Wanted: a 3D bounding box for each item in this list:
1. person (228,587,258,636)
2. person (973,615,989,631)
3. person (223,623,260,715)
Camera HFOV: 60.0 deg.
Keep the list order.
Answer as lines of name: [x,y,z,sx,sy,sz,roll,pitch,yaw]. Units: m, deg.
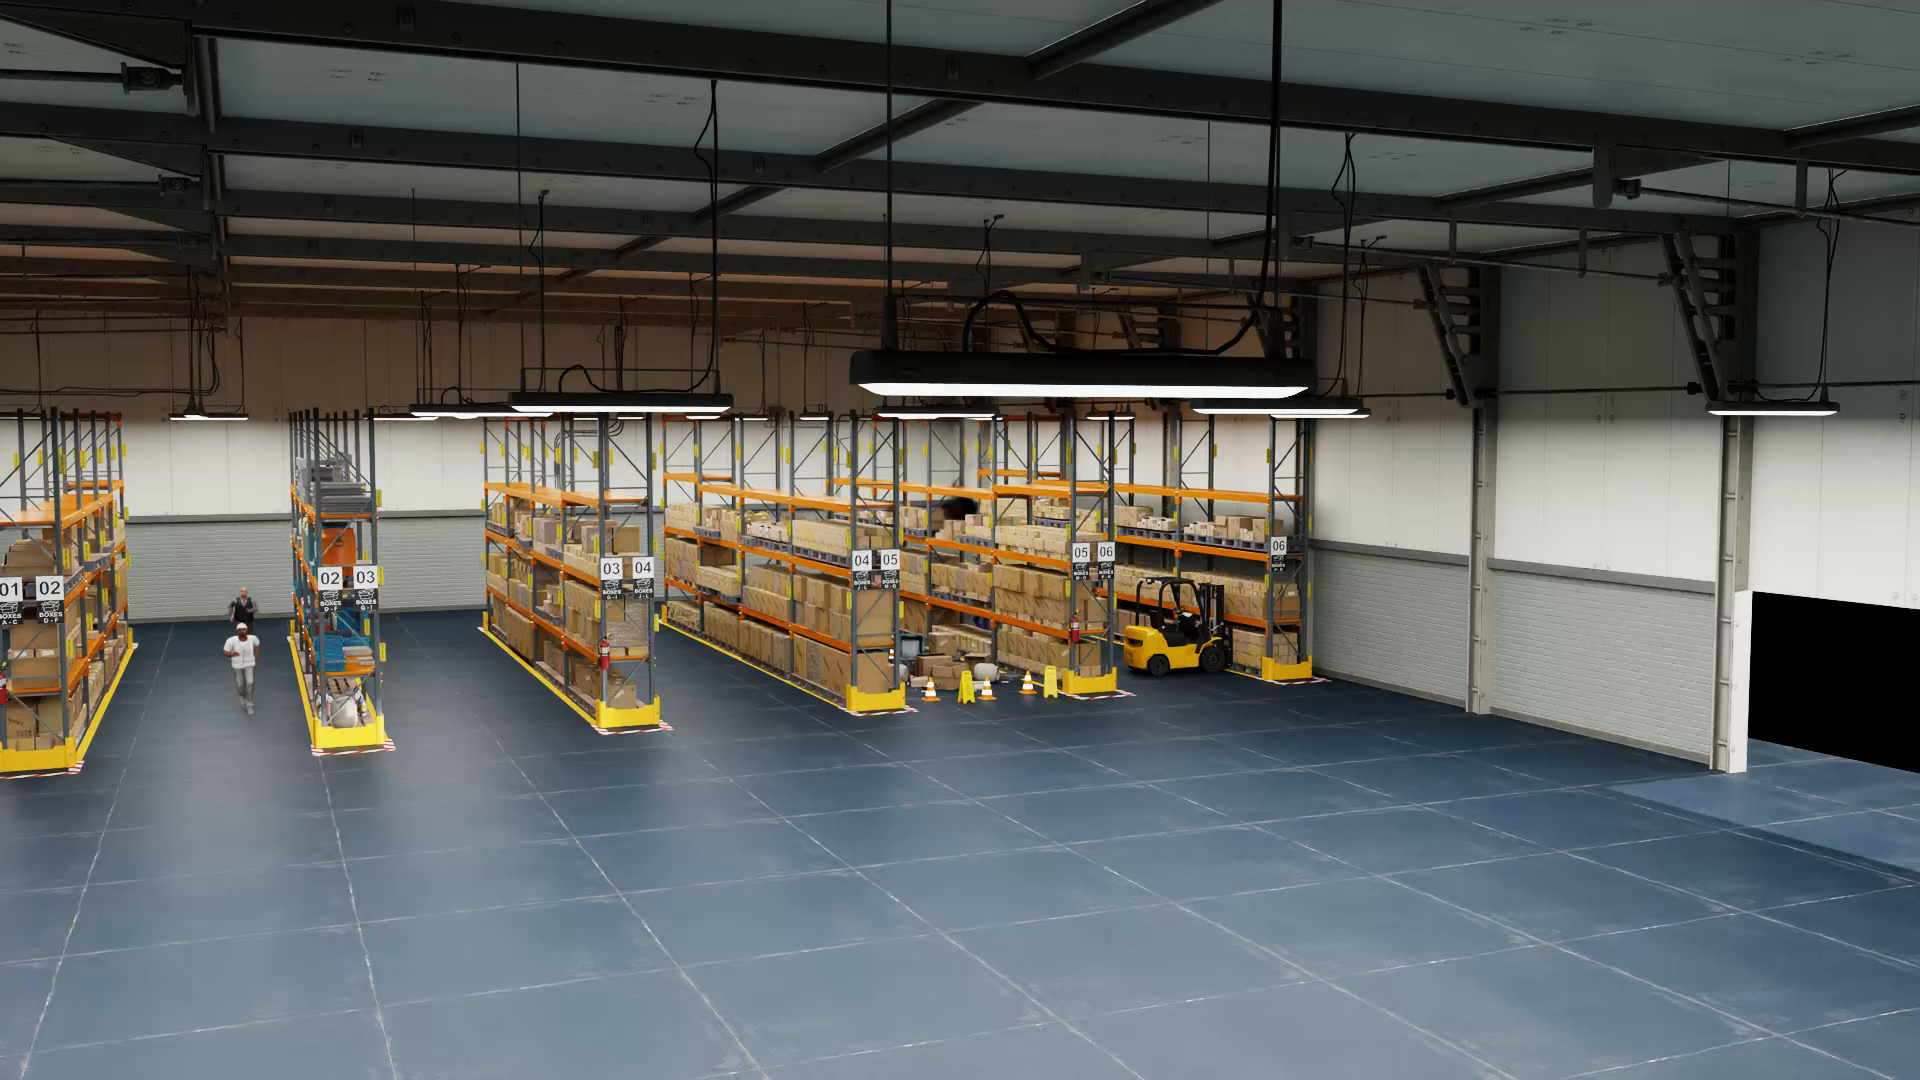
person: [-17.395,2.034,40.411,0.630,1.782,0.773,-2,5,-32]
person: [0.570,1.786,44.726,0.626,1.644,0.637,-2,4,-21]
person: [-14.266,2.543,33.036,0.662,1.821,0.964,-2,4,-21]
